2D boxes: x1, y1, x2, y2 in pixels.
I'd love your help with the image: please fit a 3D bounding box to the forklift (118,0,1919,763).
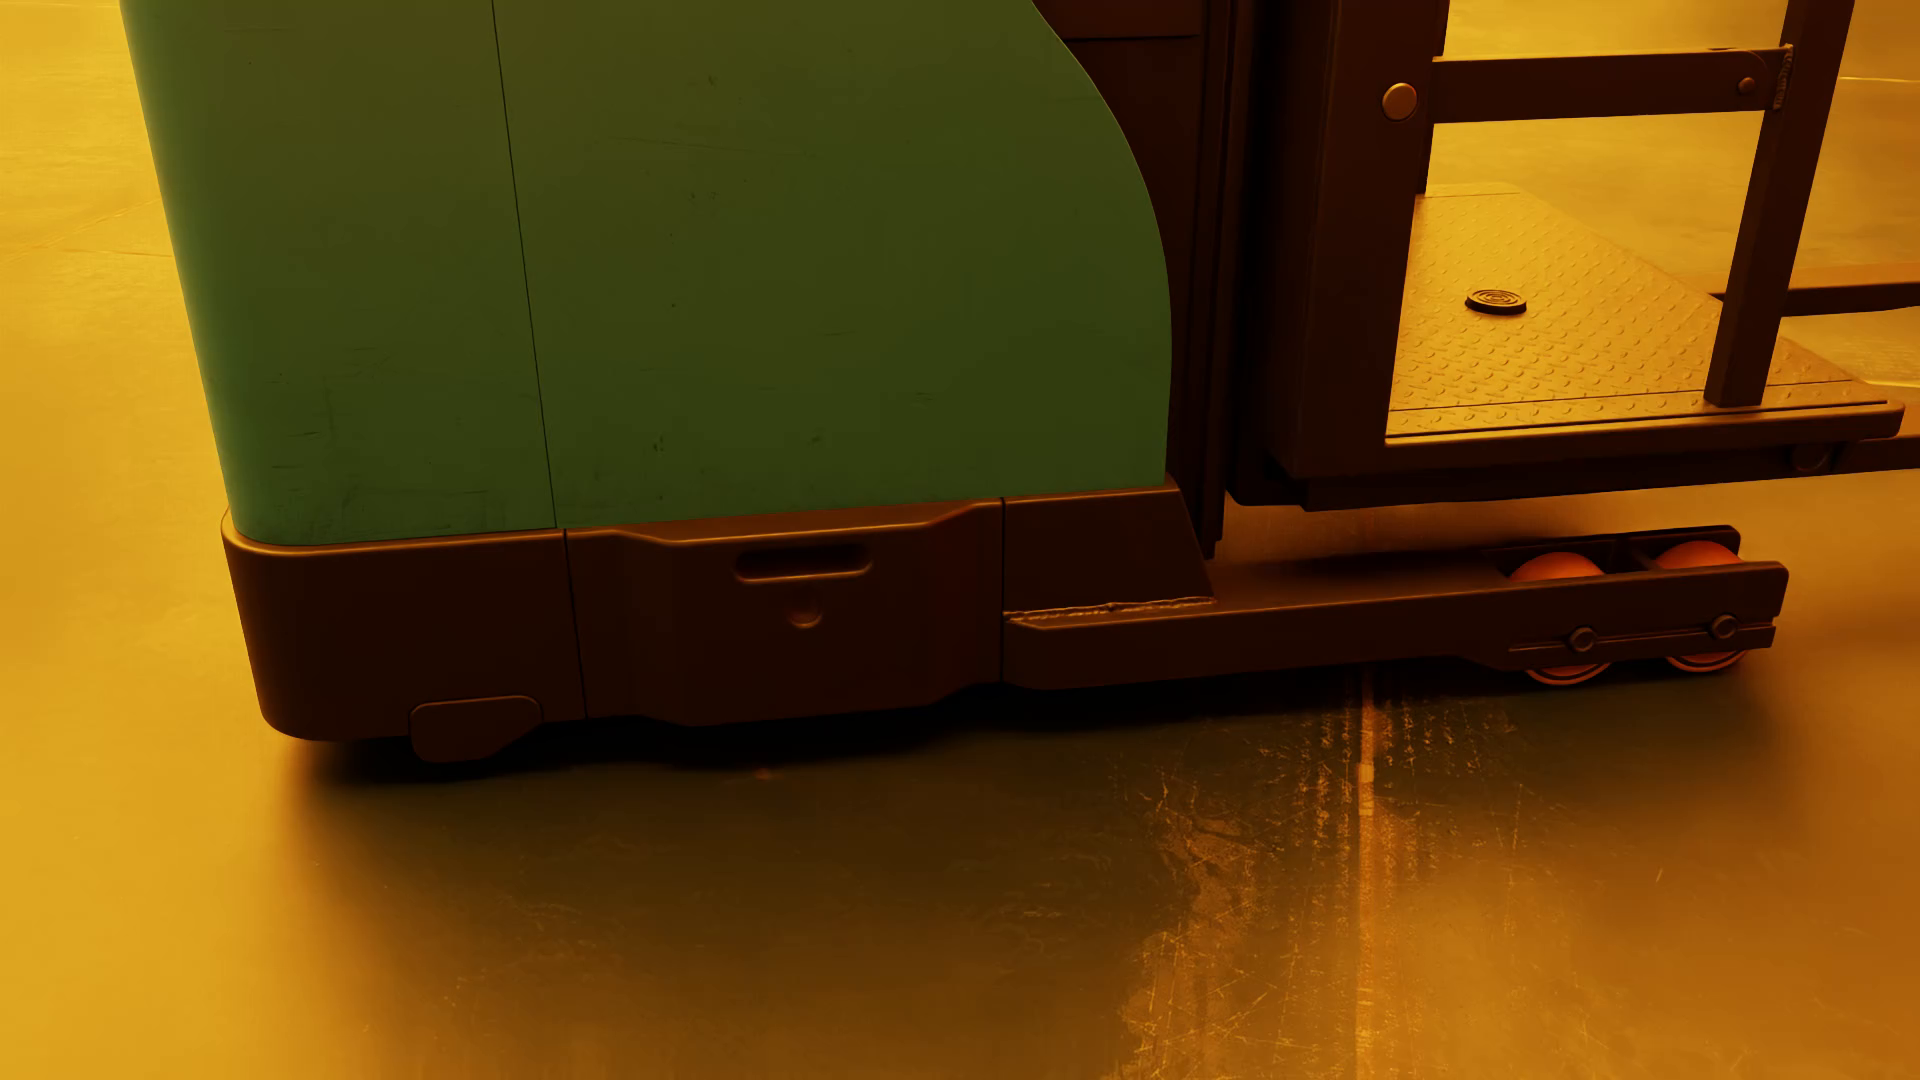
[{"bbox_3d":[0.600,-1.354,1.930,3.031,2.935,1.130,-4,27,-9],"label":"forklift"}]
